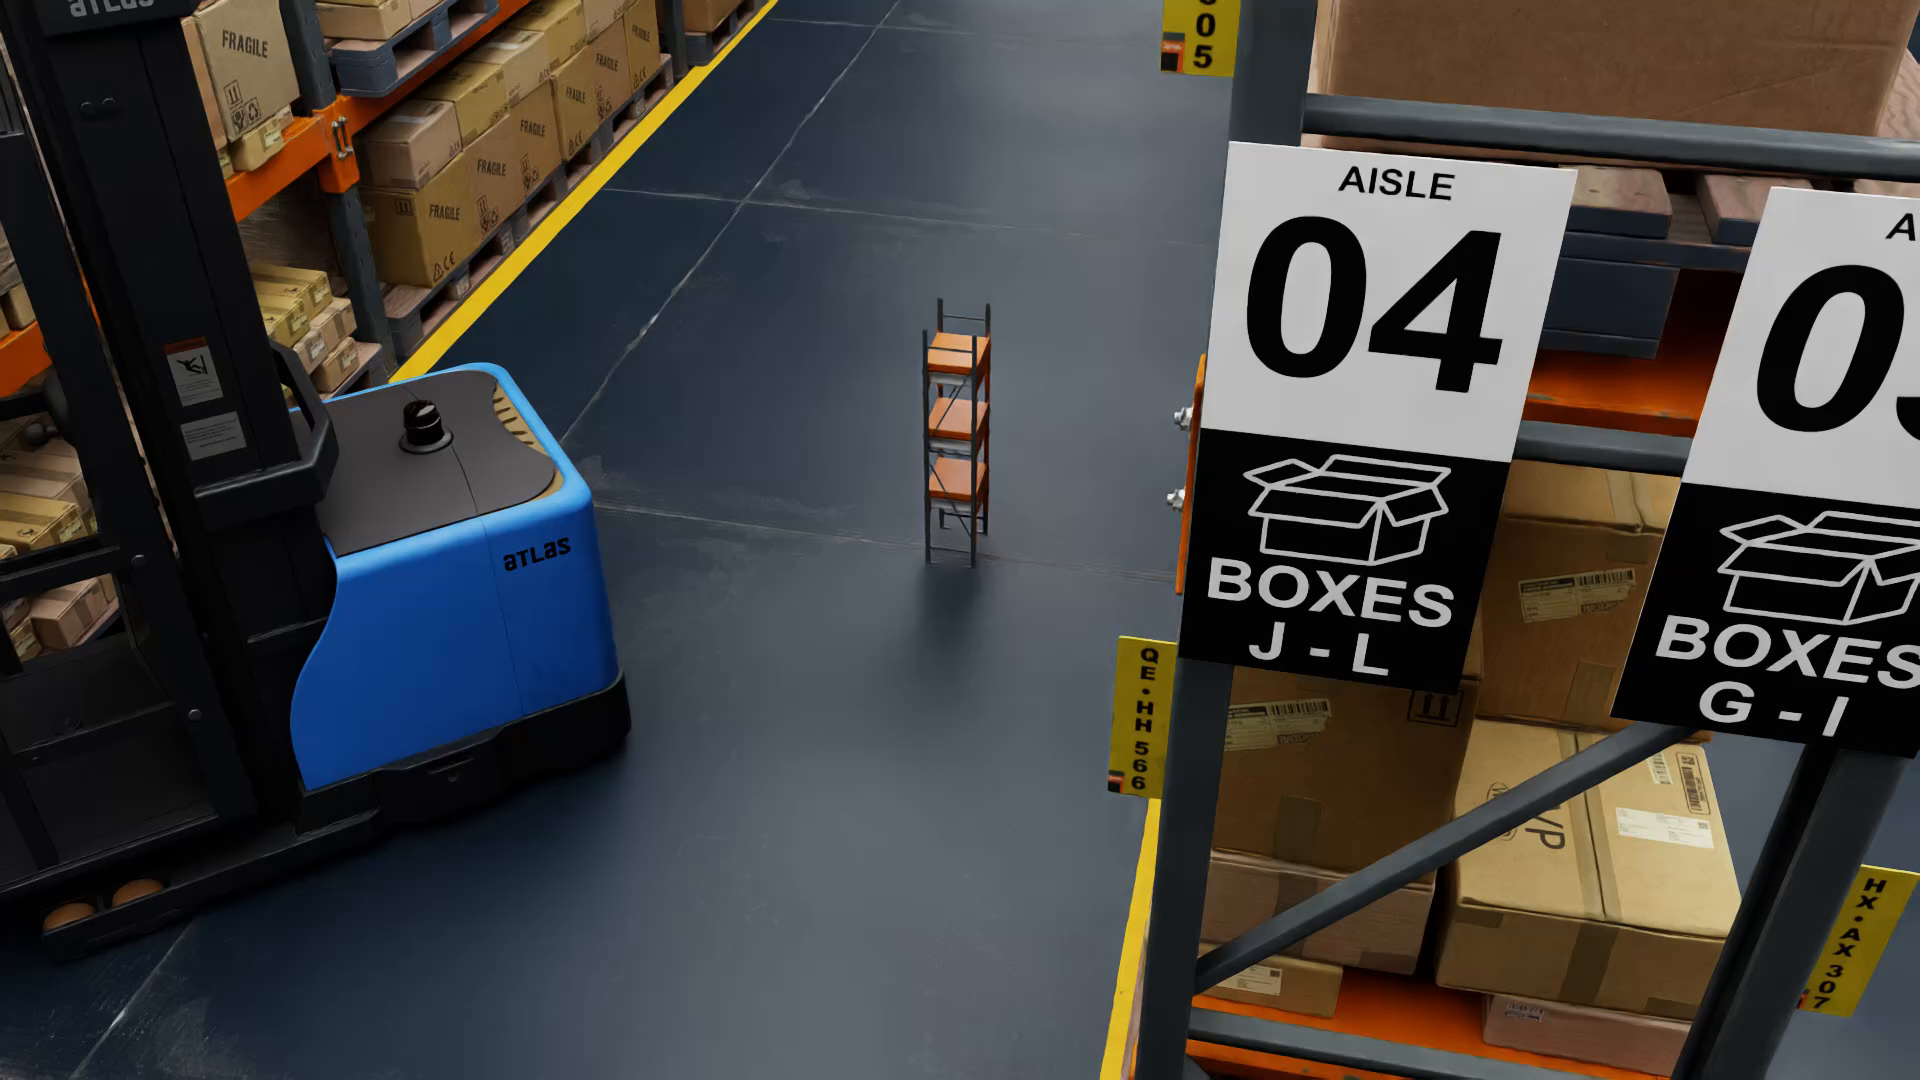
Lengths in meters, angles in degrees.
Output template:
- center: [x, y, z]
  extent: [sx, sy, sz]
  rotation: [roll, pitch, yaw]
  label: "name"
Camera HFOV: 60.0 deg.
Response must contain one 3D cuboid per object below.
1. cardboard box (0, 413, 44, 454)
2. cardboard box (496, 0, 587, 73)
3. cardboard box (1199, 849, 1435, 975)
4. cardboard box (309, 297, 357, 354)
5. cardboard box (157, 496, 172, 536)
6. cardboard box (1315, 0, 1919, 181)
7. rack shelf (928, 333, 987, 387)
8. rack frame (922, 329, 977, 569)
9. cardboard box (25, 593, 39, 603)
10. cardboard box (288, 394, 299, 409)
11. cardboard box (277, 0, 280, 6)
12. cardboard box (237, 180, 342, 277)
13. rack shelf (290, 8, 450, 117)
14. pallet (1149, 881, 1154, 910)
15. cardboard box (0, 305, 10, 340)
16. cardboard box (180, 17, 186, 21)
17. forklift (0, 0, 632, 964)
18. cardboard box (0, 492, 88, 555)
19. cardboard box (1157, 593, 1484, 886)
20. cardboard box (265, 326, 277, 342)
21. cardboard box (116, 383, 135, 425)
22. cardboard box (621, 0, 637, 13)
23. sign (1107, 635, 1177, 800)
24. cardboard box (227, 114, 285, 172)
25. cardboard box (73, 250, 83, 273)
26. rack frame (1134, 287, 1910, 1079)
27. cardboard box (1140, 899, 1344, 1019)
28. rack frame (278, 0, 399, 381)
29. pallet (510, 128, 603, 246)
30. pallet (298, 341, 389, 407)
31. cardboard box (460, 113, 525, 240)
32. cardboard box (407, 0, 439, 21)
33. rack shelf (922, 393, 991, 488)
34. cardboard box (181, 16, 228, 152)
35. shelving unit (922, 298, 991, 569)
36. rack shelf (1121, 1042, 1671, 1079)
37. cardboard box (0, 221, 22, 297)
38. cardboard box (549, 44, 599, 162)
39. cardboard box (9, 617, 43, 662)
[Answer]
- center: [-3.696, -0.377, 6.279]
  extent: [0.380, 0.149, 0.250]
  rotation: [6, 36, 8]
  label: "cardboard box"
- center: [-2.409, -2.798, 9.187]
  extent: [0.500, 0.250, 0.500]
  rotation: [8, 37, 11]
  label: "cardboard box"
- center: [0.661, 0.554, 3.304]
  extent: [0.500, 0.250, 0.500]
  rotation: [7, 36, 9]
  label: "cardboard box"
- center: [-2.909, -0.964, 7.342]
  extent: [0.380, 0.149, 0.250]
  rotation: [8, 37, 11]
  label: "cardboard box"
- center: [-3.246, -0.062, 6.351]
  extent: [0.380, 0.149, 0.250]
  rotation: [8, 37, 11]
  label: "cardboard box"
- center: [0.876, -0.846, 2.277]
  extent: [0.700, 0.500, 0.500]
  rotation: [5, 36, 7]
  label: "cardboard box"
- center: [-0.011, -0.671, 6.199]
  extent: [0.184, 0.087, 0.229]
  rotation: [7, 37, 10]
  label: "rack shelf"
- center: [-0.037, -0.324, 6.303]
  extent: [0.200, 1.050, 0.008]
  rotation: [7, 37, 10]
  label: "rack frame"
- center: [-3.423, 0.081, 5.900]
  extent: [0.380, 0.149, 0.250]
  rotation: [9, 37, 12]
  label: "cardboard box"
- center: [-3.041, -0.658, 7.173]
  extent: [0.380, 0.149, 0.250]
  rotation: [8, 37, 11]
  label: "cardboard box"
- center: [-3.206, -2.518, 7.525]
  extent: [0.380, 0.149, 0.250]
  rotation: [8, 37, 10]
  label: "cardboard box"
- center: [-3.241, -1.662, 8.259]
  extent: [0.500, 0.500, 0.500]
  rotation: [7, 36, 9]
  label: "cardboard box"
- center: [-2.725, -2.983, 8.756]
  extent: [0.919, 0.124, 3.809]
  rotation: [7, 37, 10]
  label: "rack shelf"
- center: [1.174, 0.888, 5.345]
  extent: [1.003, 0.211, 1.213]
  rotation: [7, 37, 10]
  label: "pallet"
- center: [-3.334, -0.699, 5.372]
  extent: [0.380, 0.149, 0.250]
  rotation: [9, 37, 12]
  label: "cardboard box"
- center: [-3.094, -2.014, 5.781]
  extent: [0.500, 0.500, 0.500]
  rotation: [6, 36, 8]
  label: "cardboard box"
- center: [-2.669, -0.283, 4.643]
  extent: [3.031, 2.935, 1.130]
  rotation: [-19, 40, -24]
  label: "forklift"
- center: [-3.301, -0.026, 5.795]
  extent: [0.380, 0.149, 0.250]
  rotation: [8, 37, 11]
  label: "cardboard box"
- center: [0.664, 0.249, 3.086]
  extent: [0.500, 0.500, 0.500]
  rotation: [8, 37, 11]
  label: "cardboard box"
- center: [-3.036, -0.773, 6.825]
  extent: [0.380, 0.149, 0.250]
  rotation: [7, 37, 10]
  label: "cardboard box"
- center: [-3.135, -0.467, 6.403]
  extent: [0.380, 0.149, 0.250]
  rotation: [6, 36, 8]
  label: "cardboard box"
- center: [-2.188, -3.378, 9.988]
  extent: [0.500, 0.250, 0.500]
  rotation: [6, 36, 9]
  label: "cardboard box"
- center: [0.290, 0.284, 2.614]
  extent: [0.100, 0.325, 0.005]
  rotation: [7, 37, 10]
  label: "sign"
- center: [-2.933, -1.592, 6.605]
  extent: [0.380, 0.149, 0.250]
  rotation: [6, 36, 9]
  label: "cardboard box"
- center: [-3.263, -1.003, 5.792]
  extent: [0.380, 0.149, 0.250]
  rotation: [7, 36, 9]
  label: "cardboard box"
- center: [0.817, 0.925, 2.918]
  extent: [1.000, 3.000, 0.127]
  rotation: [7, 37, 10]
  label: "rack frame"
- center: [0.571, 0.781, 3.331]
  extent: [0.380, 0.149, 0.250]
  rotation: [8, 37, 11]
  label: "cardboard box"
- center: [-3.152, -2.048, 7.020]
  extent: [1.000, 3.000, 0.127]
  rotation: [7, 37, 10]
  label: "rack frame"
- center: [-2.729, -2.067, 9.422]
  extent: [1.003, 0.211, 1.213]
  rotation: [7, 37, 10]
  label: "pallet"
- center: [-3.261, -0.530, 7.301]
  extent: [1.003, 0.211, 1.213]
  rotation: [7, 37, 10]
  label: "pallet"
- center: [-2.624, -1.900, 8.588]
  extent: [0.500, 0.500, 0.500]
  rotation: [9, 37, 12]
  label: "cardboard box"
- center: [-2.565, -2.444, 7.423]
  extent: [0.380, 0.149, 0.250]
  rotation: [8, 37, 11]
  label: "cardboard box"
- center: [-0.011, -0.386, 6.406]
  extent: [0.215, 0.259, 0.240]
  rotation: [7, 37, 10]
  label: "rack shelf"
- center: [-3.092, -1.599, 6.061]
  extent: [0.500, 0.500, 0.500]
  rotation: [6, 36, 9]
  label: "cardboard box"
- center: [-0.011, -0.394, 6.400]
  extent: [0.215, 1.050, 0.252]
  rotation: [7, 37, 10]
  label: "shelving unit"
- center: [1.244, 0.069, 4.711]
  extent: [1.077, 0.370, 4.000]
  rotation: [7, 37, 10]
  label: "rack shelf"
- center: [-3.332, -1.021, 5.264]
  extent: [0.500, 0.500, 0.500]
  rotation: [6, 36, 9]
  label: "cardboard box"
- center: [-2.395, -2.487, 9.397]
  extent: [0.500, 0.500, 0.500]
  rotation: [6, 36, 8]
  label: "cardboard box"
- center: [-3.437, 0.375, 5.749]
  extent: [0.380, 0.149, 0.250]
  rotation: [7, 37, 10]
  label: "cardboard box"
